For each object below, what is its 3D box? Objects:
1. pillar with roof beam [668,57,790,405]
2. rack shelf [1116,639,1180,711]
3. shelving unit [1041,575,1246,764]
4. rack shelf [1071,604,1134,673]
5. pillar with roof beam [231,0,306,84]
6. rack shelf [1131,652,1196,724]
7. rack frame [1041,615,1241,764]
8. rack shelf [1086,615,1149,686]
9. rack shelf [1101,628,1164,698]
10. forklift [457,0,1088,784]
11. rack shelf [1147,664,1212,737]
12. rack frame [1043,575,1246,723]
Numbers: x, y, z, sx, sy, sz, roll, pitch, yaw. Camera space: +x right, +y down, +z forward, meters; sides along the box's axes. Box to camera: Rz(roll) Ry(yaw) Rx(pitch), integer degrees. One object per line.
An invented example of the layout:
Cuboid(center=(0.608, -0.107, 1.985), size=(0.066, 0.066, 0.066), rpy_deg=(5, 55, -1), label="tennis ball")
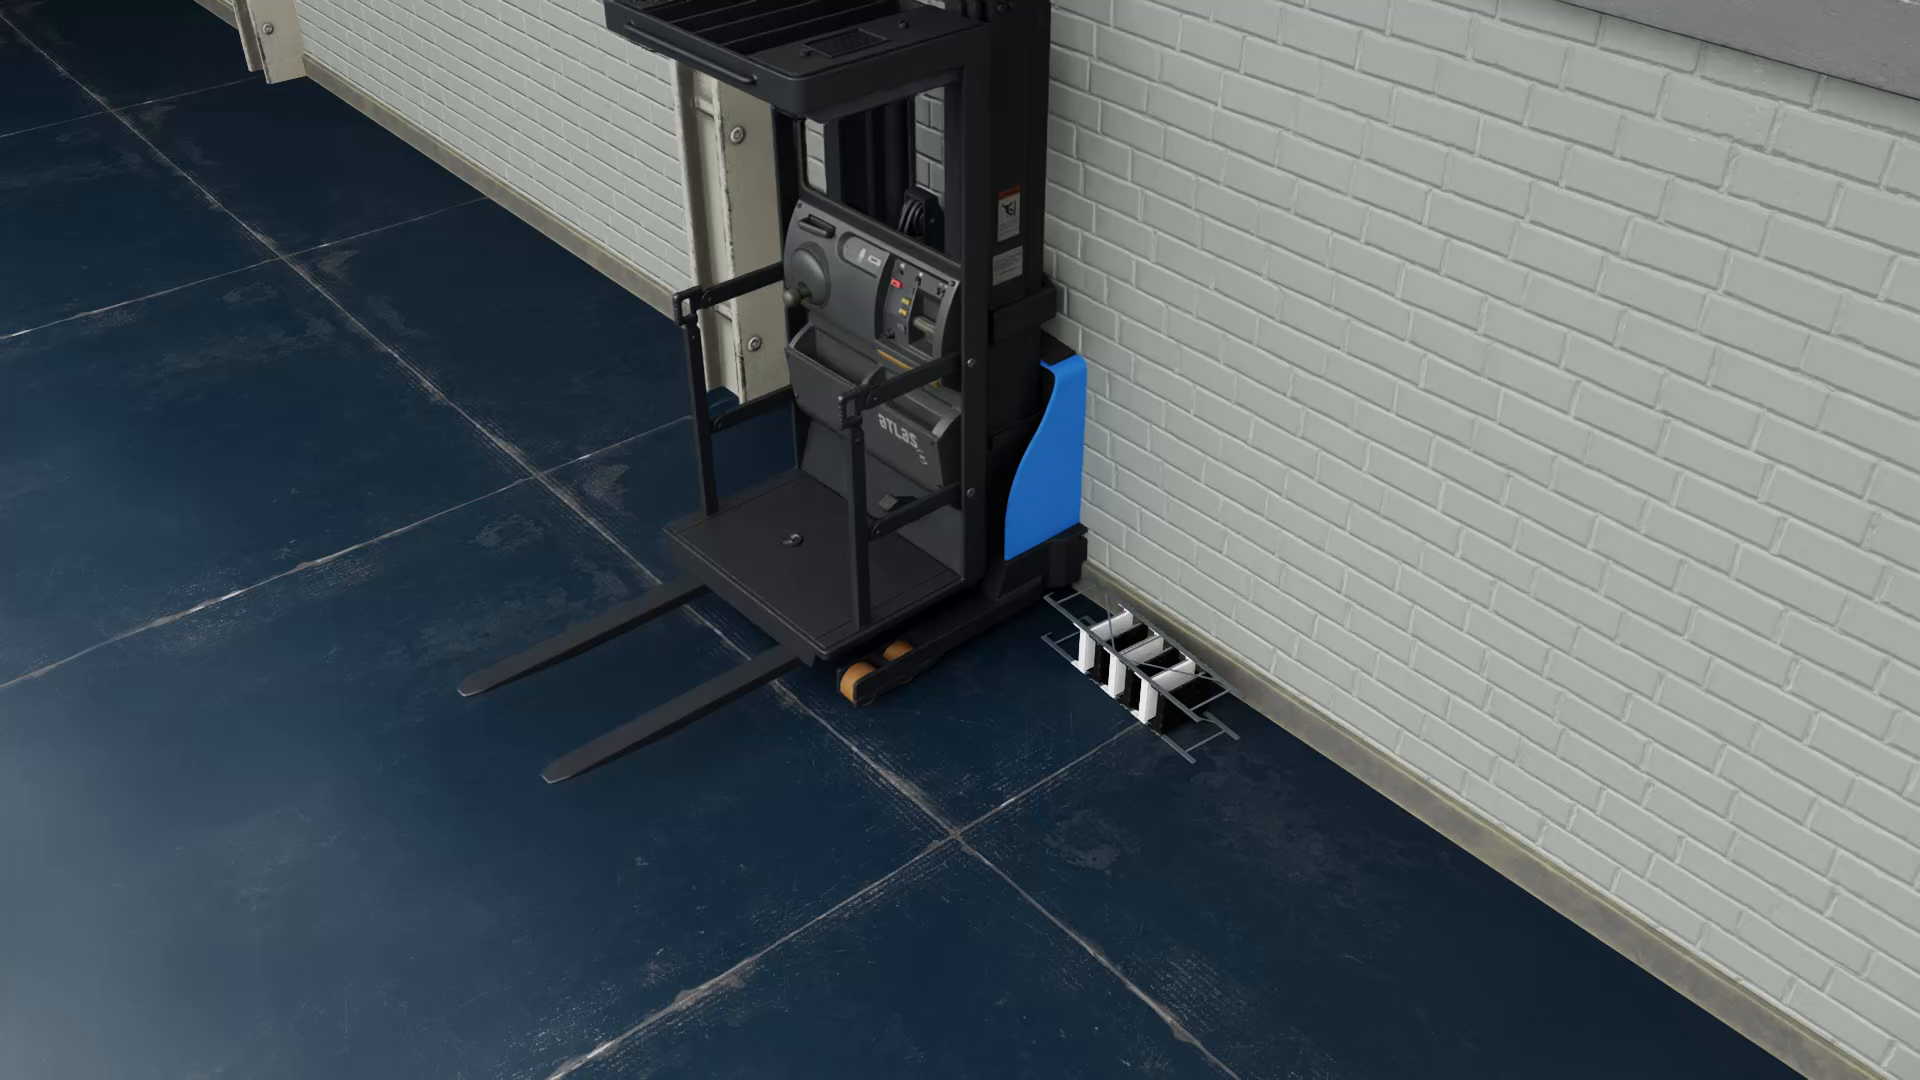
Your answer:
Cuboid(center=(-4.339, -2.804, 3.423), size=(9.100, 9.000, 0.400), rpy_deg=(-26, 43, -32), label="pillar with roof beam")
Cuboid(center=(0.720, 0.509, 6.344), size=(0.258, 0.200, 0.077), rpy_deg=(-23, 42, -29), label="rack shelf")
Cuboid(center=(0.686, 0.482, 6.382), size=(0.258, 0.210, 0.900), rpy_deg=(-23, 42, -29), label="shelving unit")
Cuboid(center=(0.562, 0.380, 6.522), size=(0.258, 0.200, 0.077), rpy_deg=(-23, 42, -29), label="rack shelf")
Cuboid(center=(-8.211, -5.453, 7.164), size=(9.100, 9.000, 0.400), rpy_deg=(-26, 43, -32), label="pillar with roof beam")
Cuboid(center=(0.772, 0.551, 6.285), size=(0.258, 0.200, 0.077), rpy_deg=(-23, 42, -29), label="rack shelf")
Cuboid(center=(0.686, 0.564, 6.441), size=(0.240, 0.006, 0.900), rpy_deg=(-23, 42, -29), label="rack frame")
Cuboid(center=(0.614, 0.423, 6.463), size=(0.258, 0.200, 0.077), rpy_deg=(-23, 42, -29), label="rack shelf")
Cuboid(center=(0.667, 0.466, 6.403), size=(0.258, 0.200, 0.077), rpy_deg=(-23, 42, -29), label="rack shelf")
Cuboid(center=(-0.493, -0.905, 5.992), size=(3.031, 2.935, 1.130), rpy_deg=(-27, 43, -33), label="forklift")
Cuboid(center=(0.825, 0.594, 6.226), size=(0.258, 0.200, 0.077), rpy_deg=(-23, 42, -29), label="rack shelf")
Cuboid(center=(0.687, 0.399, 6.322), size=(0.240, 0.006, 0.900), rpy_deg=(-23, 42, -29), label="rack frame")
